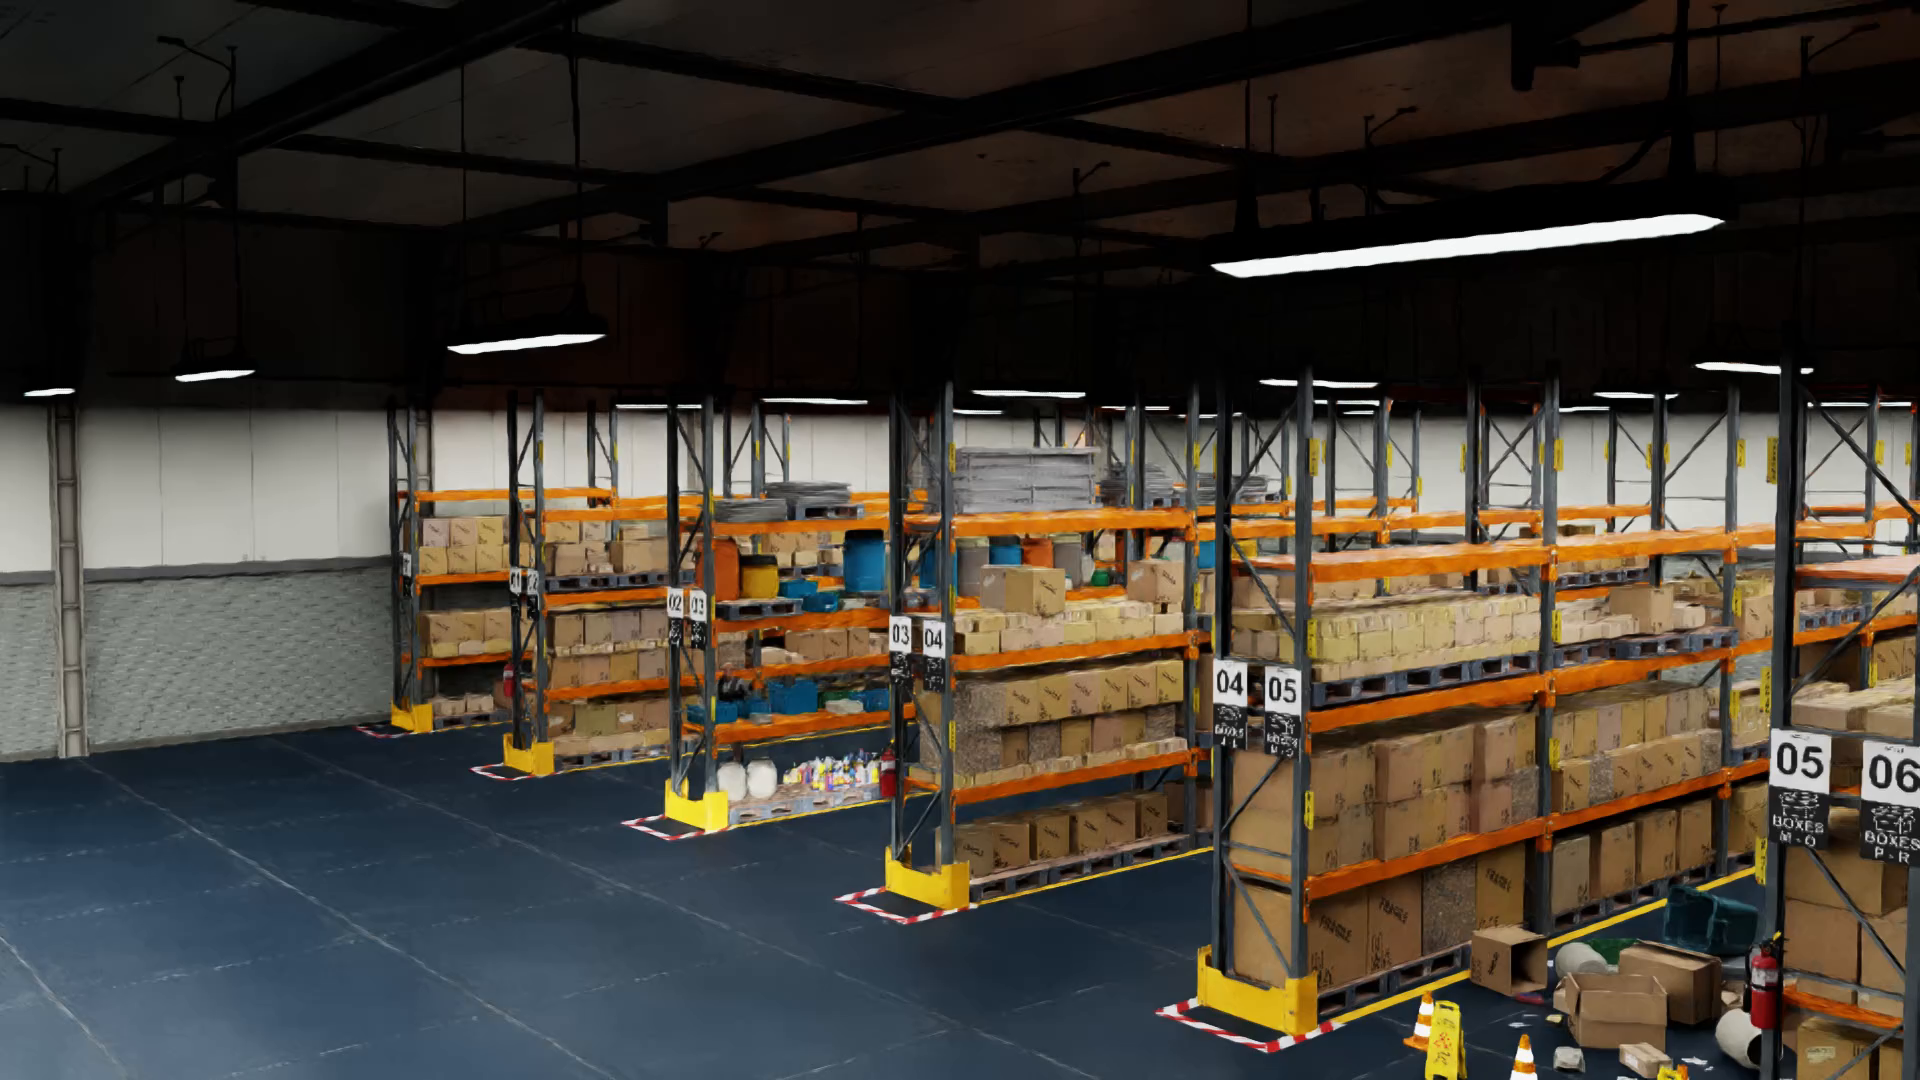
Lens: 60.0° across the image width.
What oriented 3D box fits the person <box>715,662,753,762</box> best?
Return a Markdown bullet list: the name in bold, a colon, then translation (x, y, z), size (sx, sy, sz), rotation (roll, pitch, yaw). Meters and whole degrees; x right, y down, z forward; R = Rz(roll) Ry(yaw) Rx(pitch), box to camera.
- **person**: translation (-3.625, 2.817, 26.644), size (0.687, 1.564, 0.817), rotation (2, 4, 31)
